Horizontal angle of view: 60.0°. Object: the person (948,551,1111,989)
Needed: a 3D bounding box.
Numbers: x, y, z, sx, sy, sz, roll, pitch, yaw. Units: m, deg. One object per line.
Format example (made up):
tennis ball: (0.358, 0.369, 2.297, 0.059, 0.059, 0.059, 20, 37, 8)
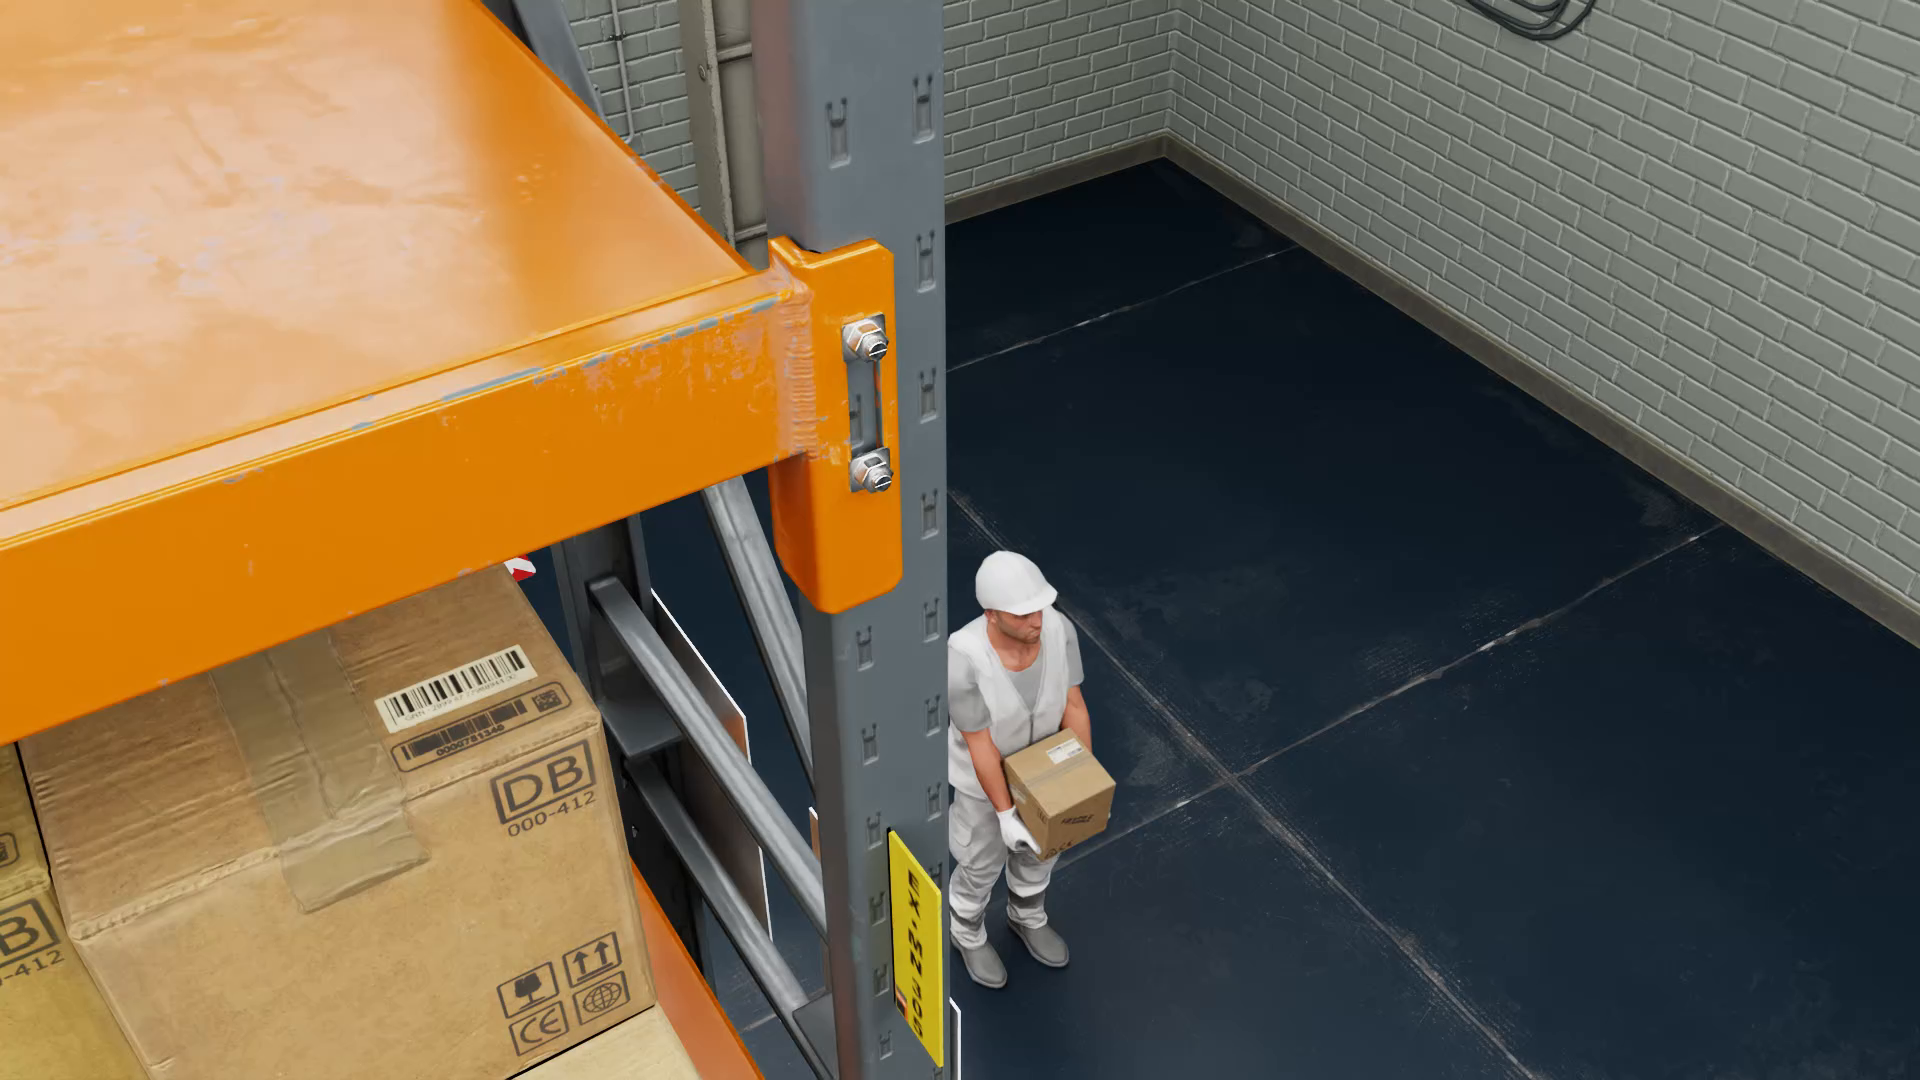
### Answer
person: (0.219, 0.808, 5.388, 0.495, 1.786, 0.559, -22, 45, -24)
